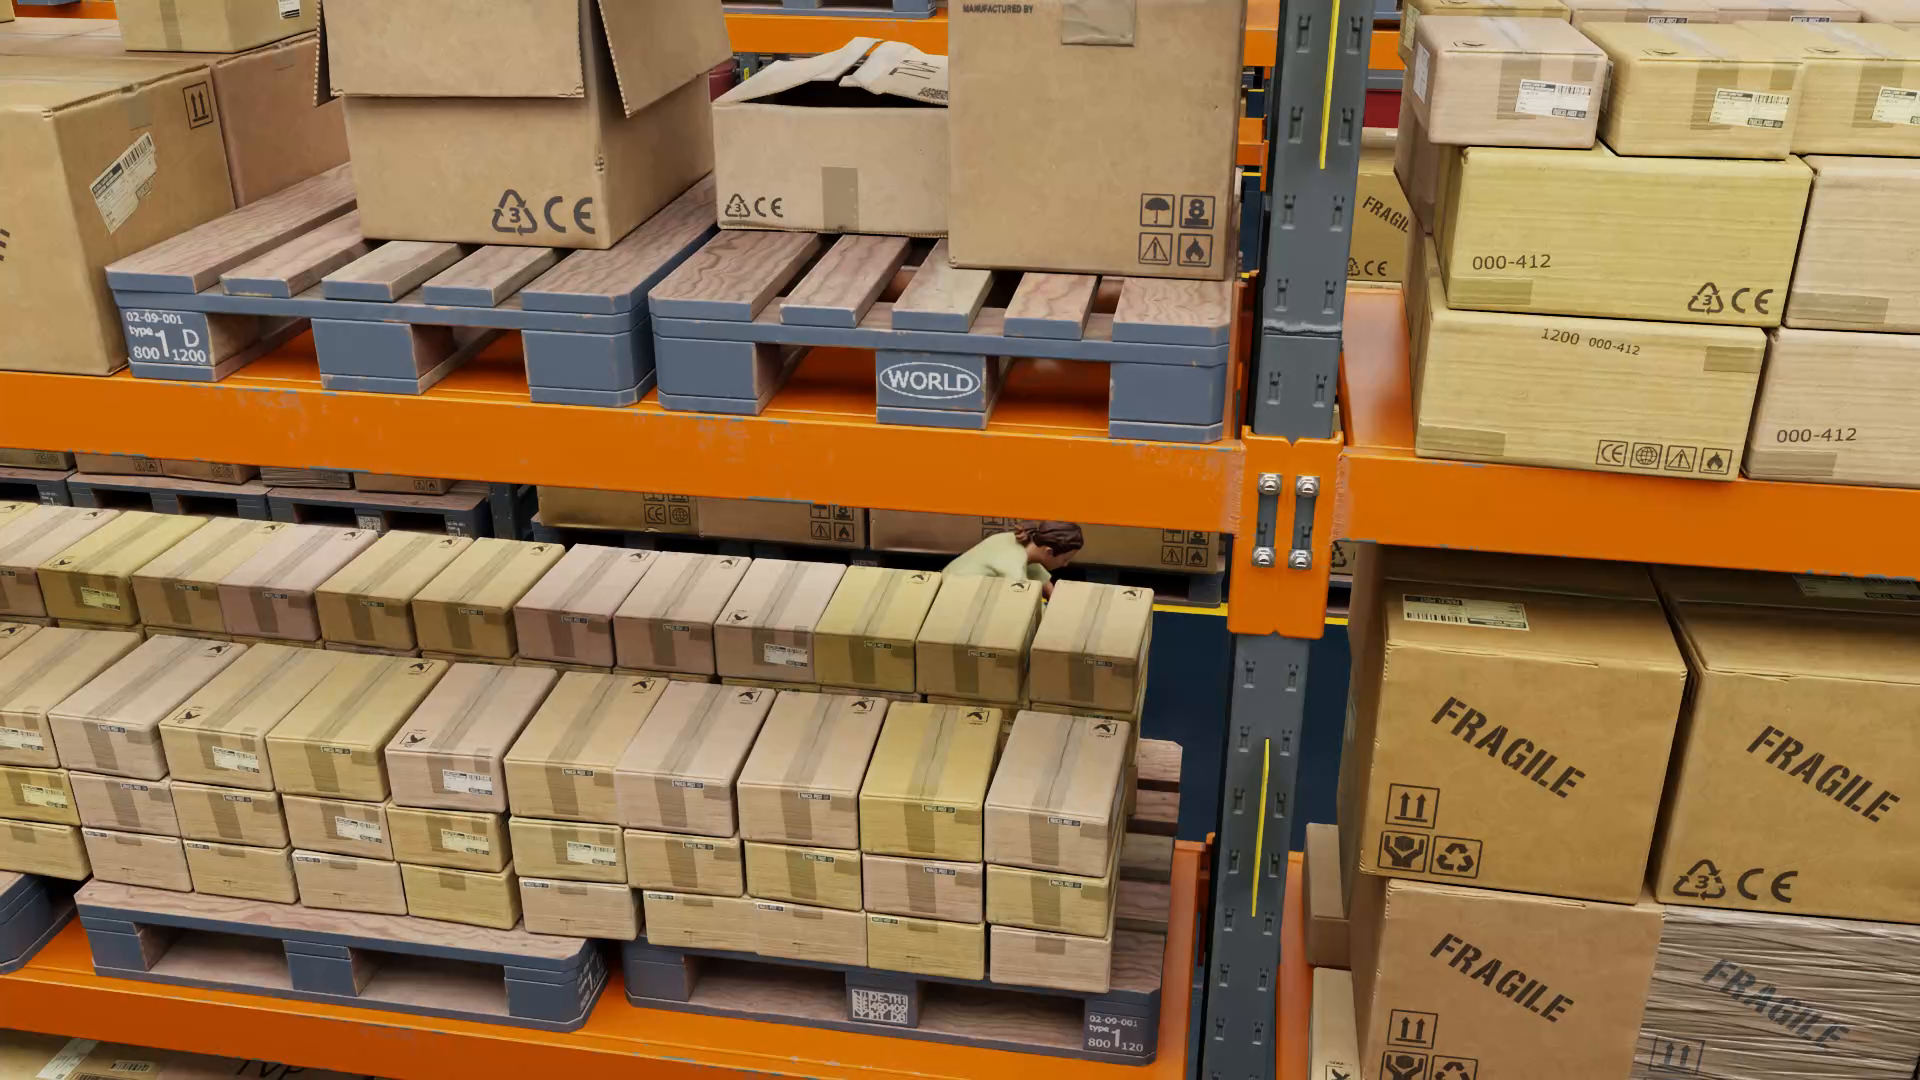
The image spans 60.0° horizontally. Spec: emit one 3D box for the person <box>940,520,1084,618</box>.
[{"bbox_3d":[0.220,0.311,7.356,0.862,0.914,0.471,4,25,8],"label":"person"}]
